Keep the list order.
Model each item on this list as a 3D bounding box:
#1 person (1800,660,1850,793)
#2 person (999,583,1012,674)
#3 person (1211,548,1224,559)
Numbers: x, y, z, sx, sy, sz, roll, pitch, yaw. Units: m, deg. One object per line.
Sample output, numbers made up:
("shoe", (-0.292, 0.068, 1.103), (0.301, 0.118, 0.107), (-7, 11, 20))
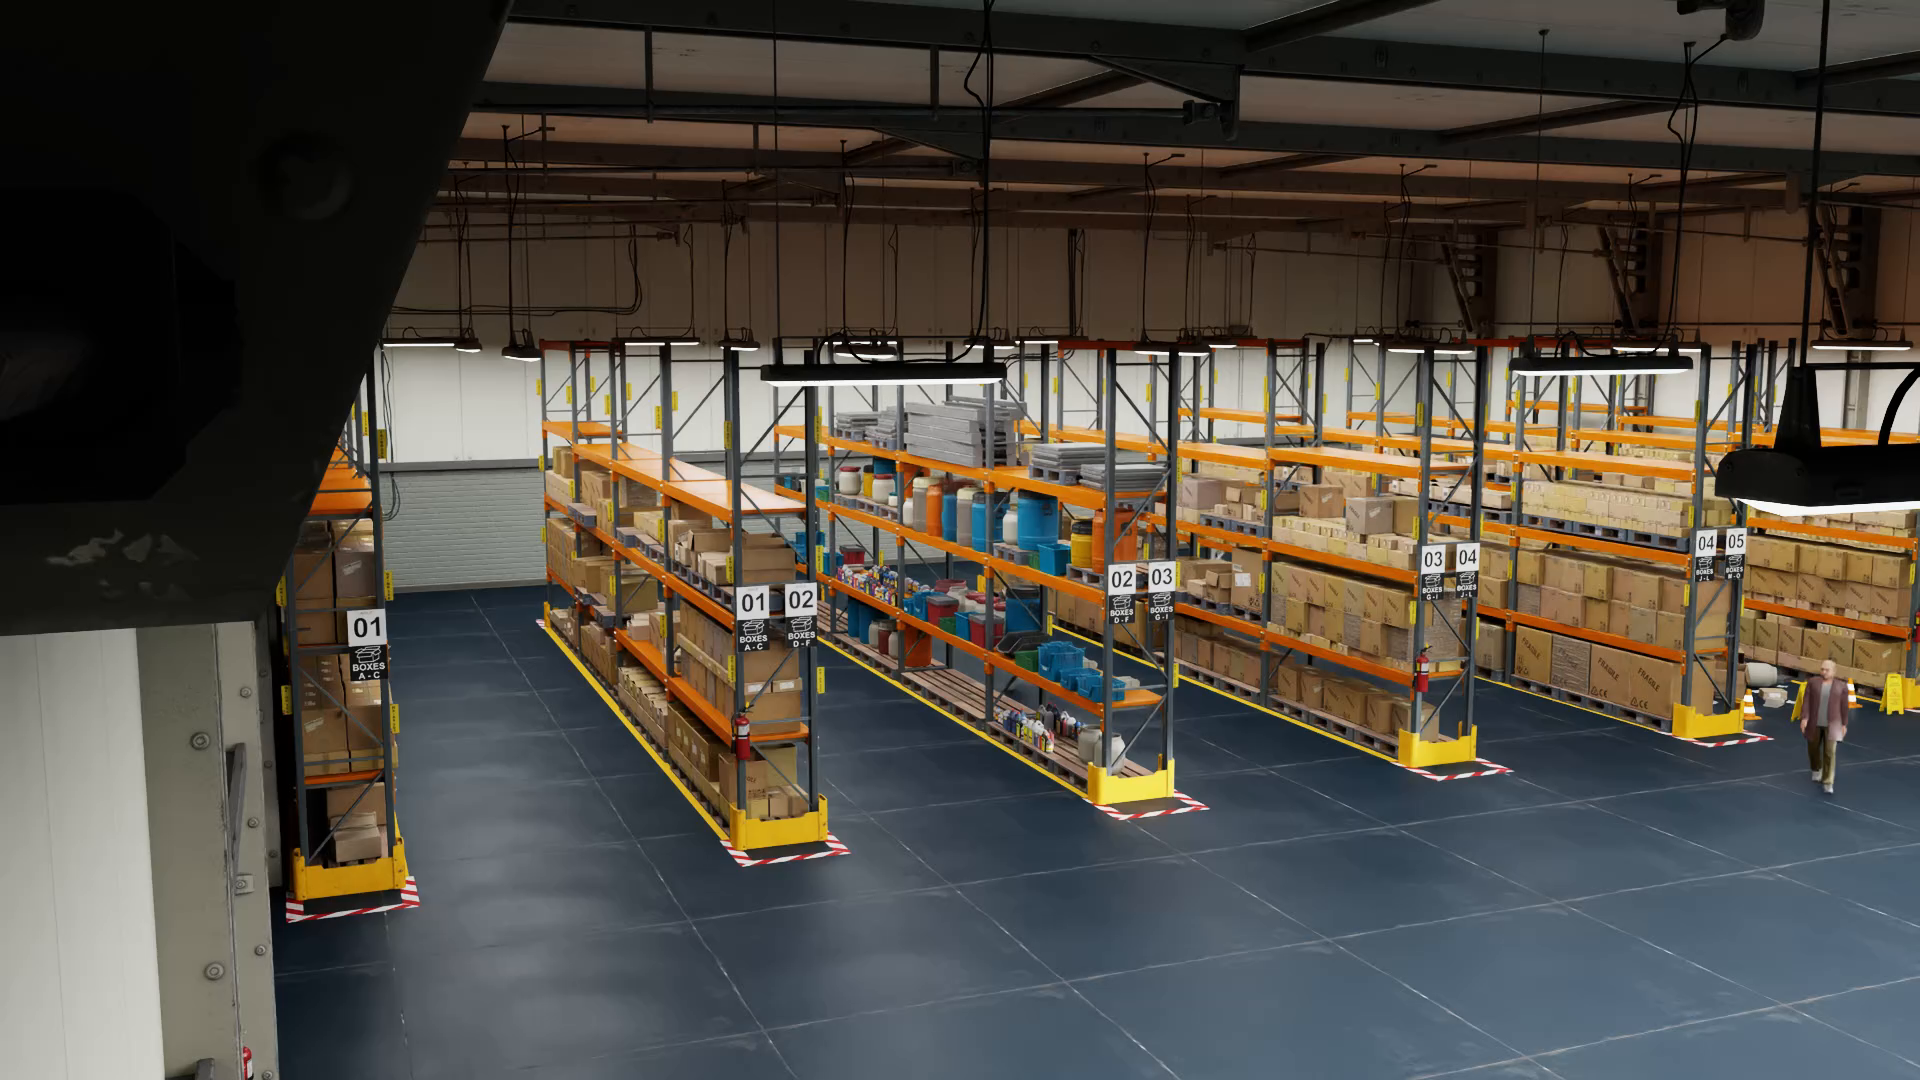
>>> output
("person", (11.829, 2.596, 22.759), (0.569, 1.566, 0.896), (6, 9, 38))
("person", (0.912, 1.557, 28.792), (0.591, 1.628, 0.634), (-1, 8, -8))
("person", (6.726, -0.141, 43.839), (0.562, 1.537, 1.079), (6, 10, 40))
